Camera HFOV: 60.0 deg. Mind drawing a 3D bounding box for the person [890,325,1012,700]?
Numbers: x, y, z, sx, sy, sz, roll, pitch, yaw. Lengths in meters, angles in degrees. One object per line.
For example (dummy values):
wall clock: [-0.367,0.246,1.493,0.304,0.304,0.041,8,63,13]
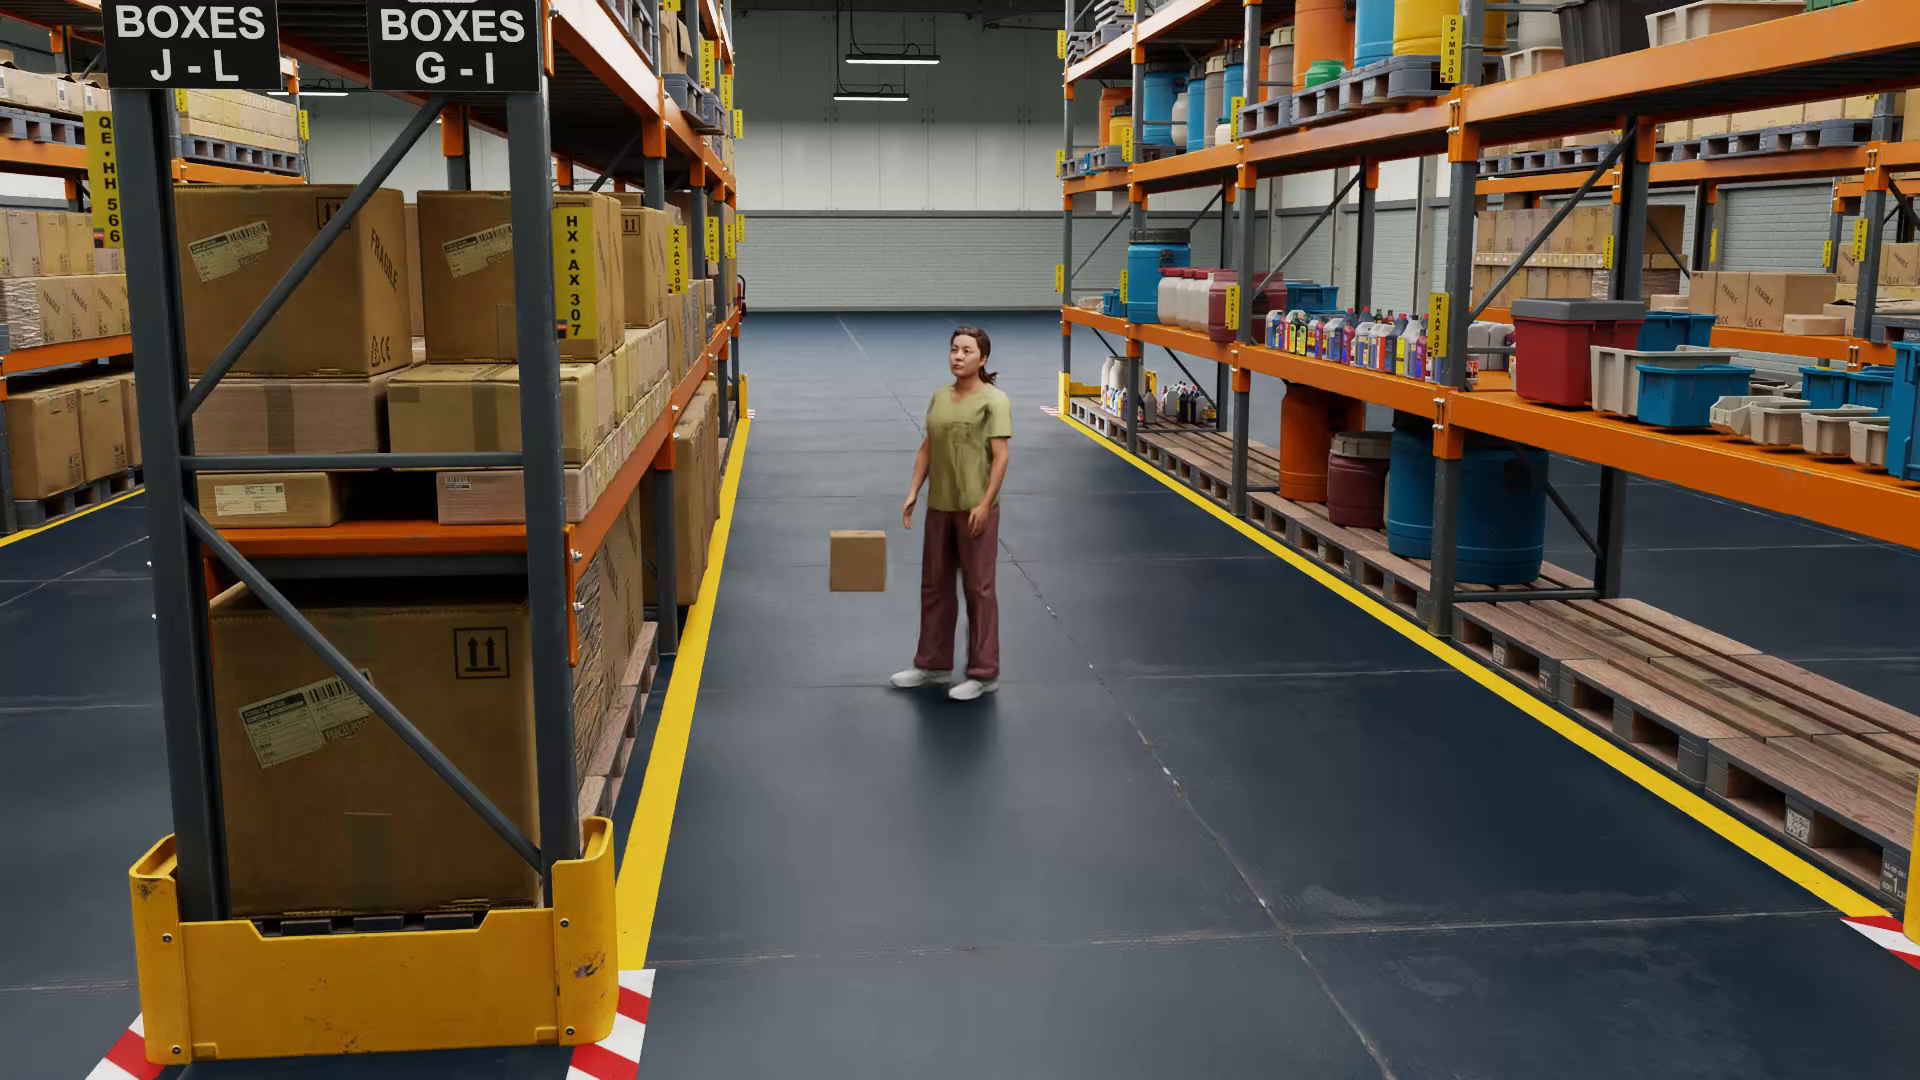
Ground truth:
person: [-0.016,-0.135,7.581,0.536,1.680,0.414,8,13,38]
